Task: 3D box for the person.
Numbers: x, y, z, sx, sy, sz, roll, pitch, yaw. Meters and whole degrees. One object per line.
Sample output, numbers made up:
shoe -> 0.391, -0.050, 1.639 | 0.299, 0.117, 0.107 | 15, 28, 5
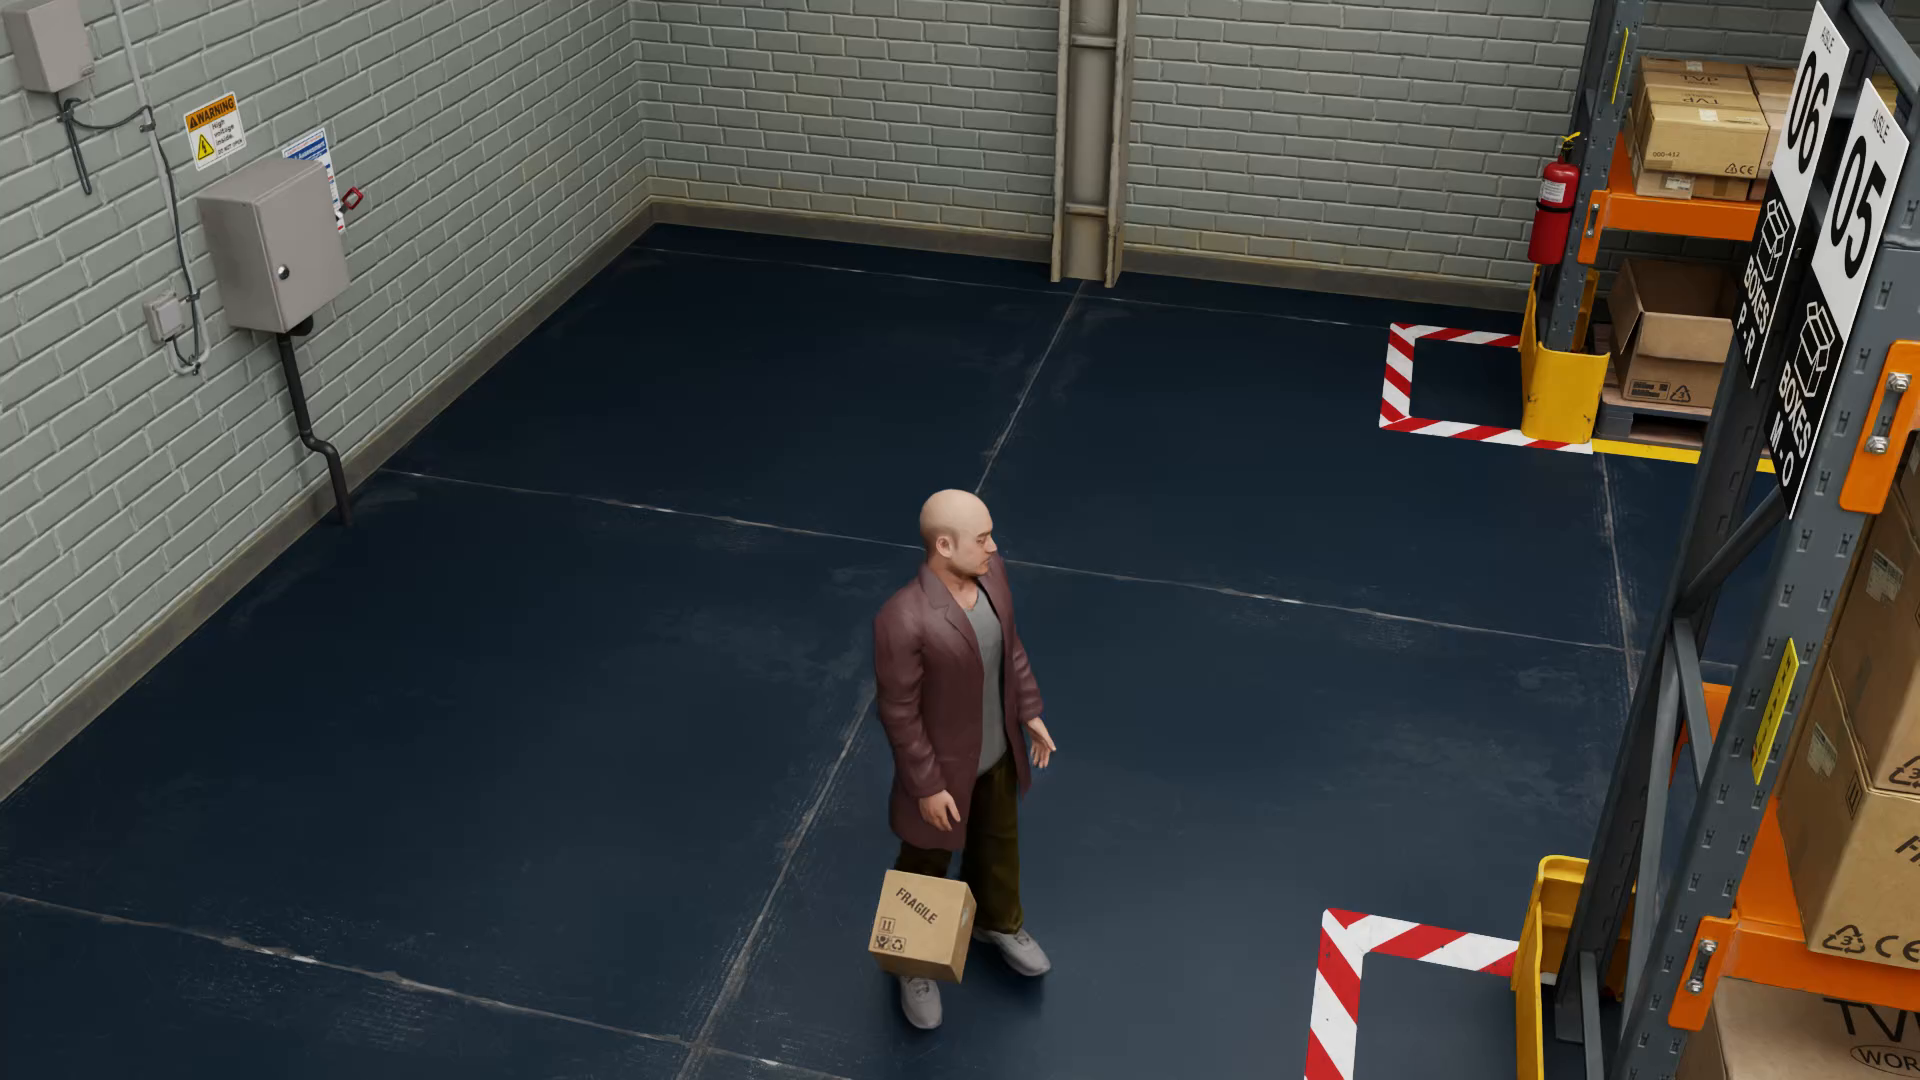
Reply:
person -> 0.030, 0.673, 5.039 | 0.480, 1.788, 0.618 | 24, 40, 33
